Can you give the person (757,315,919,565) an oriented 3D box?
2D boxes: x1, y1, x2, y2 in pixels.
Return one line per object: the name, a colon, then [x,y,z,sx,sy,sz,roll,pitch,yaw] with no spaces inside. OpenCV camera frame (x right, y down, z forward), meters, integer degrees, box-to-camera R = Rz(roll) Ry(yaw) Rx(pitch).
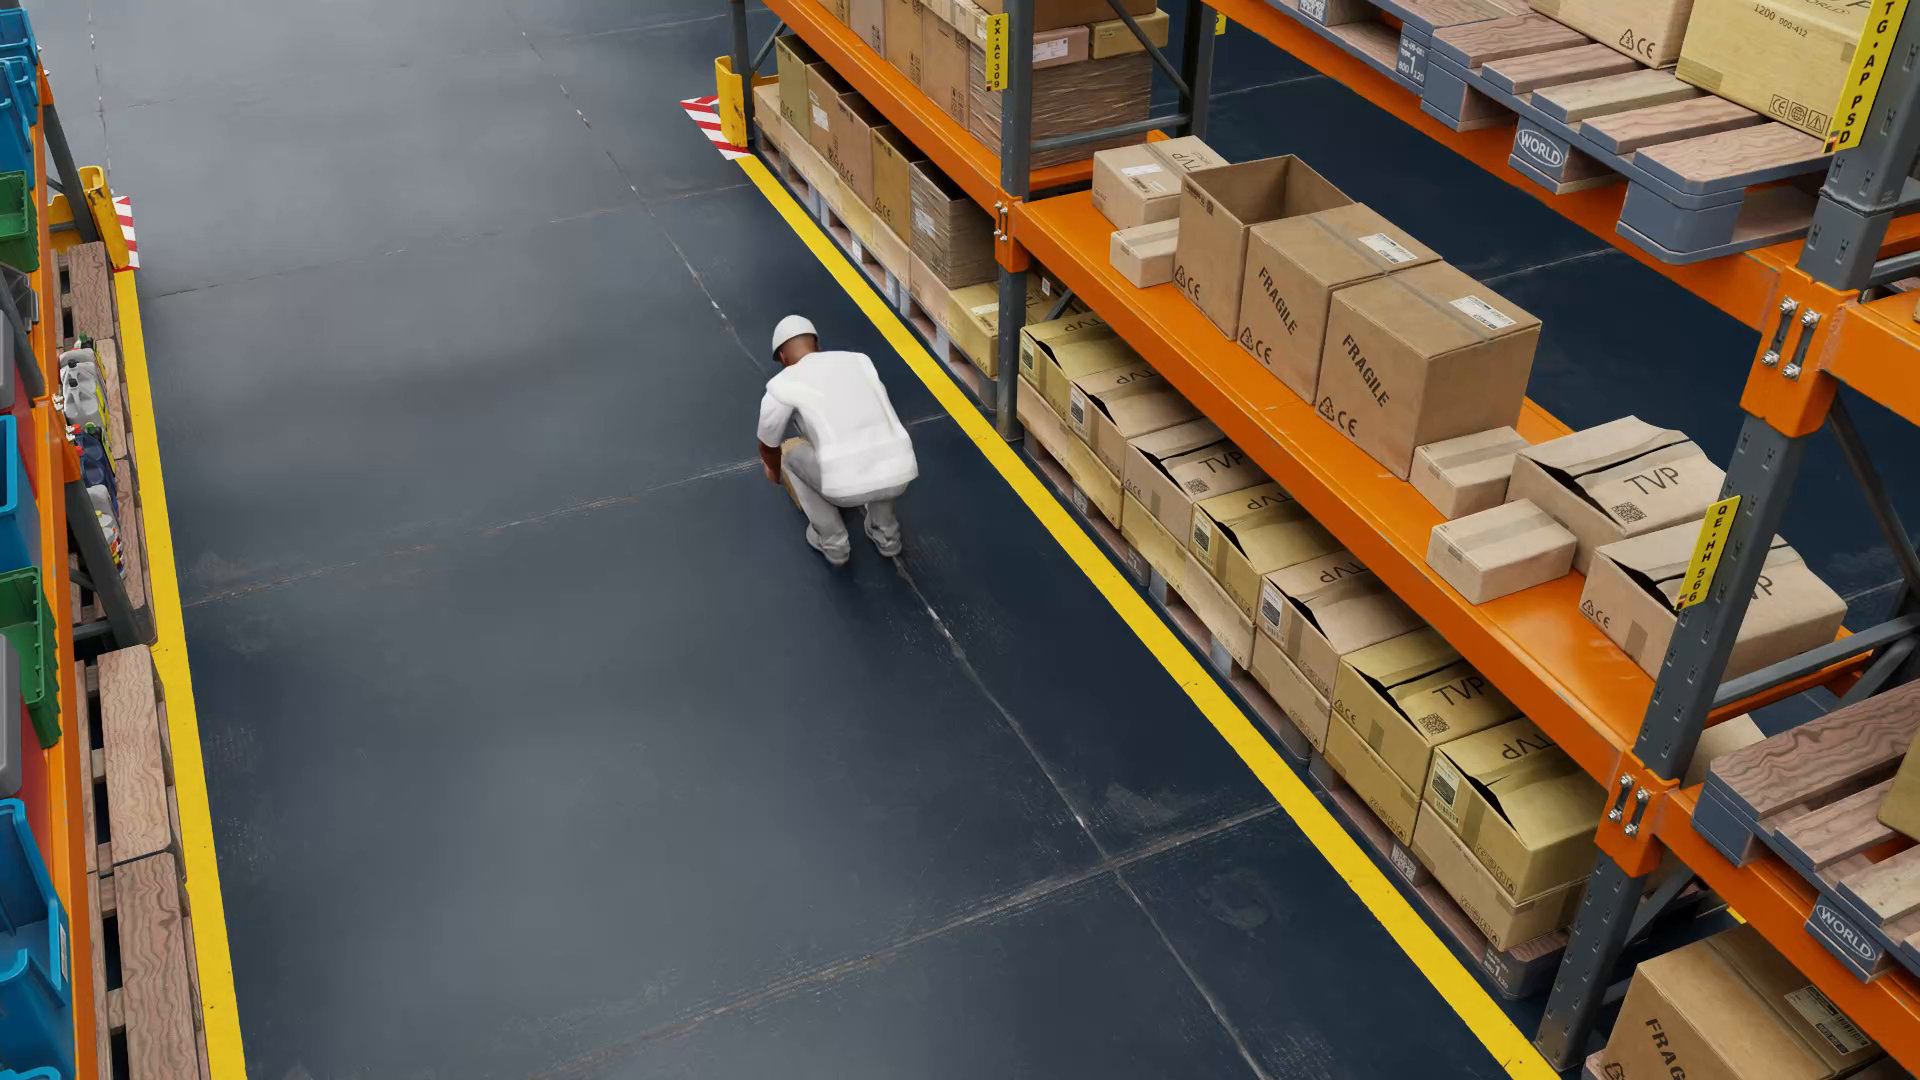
person: [-0.562,-0.410,7.335,0.580,0.975,0.895,-16,40,-20]
